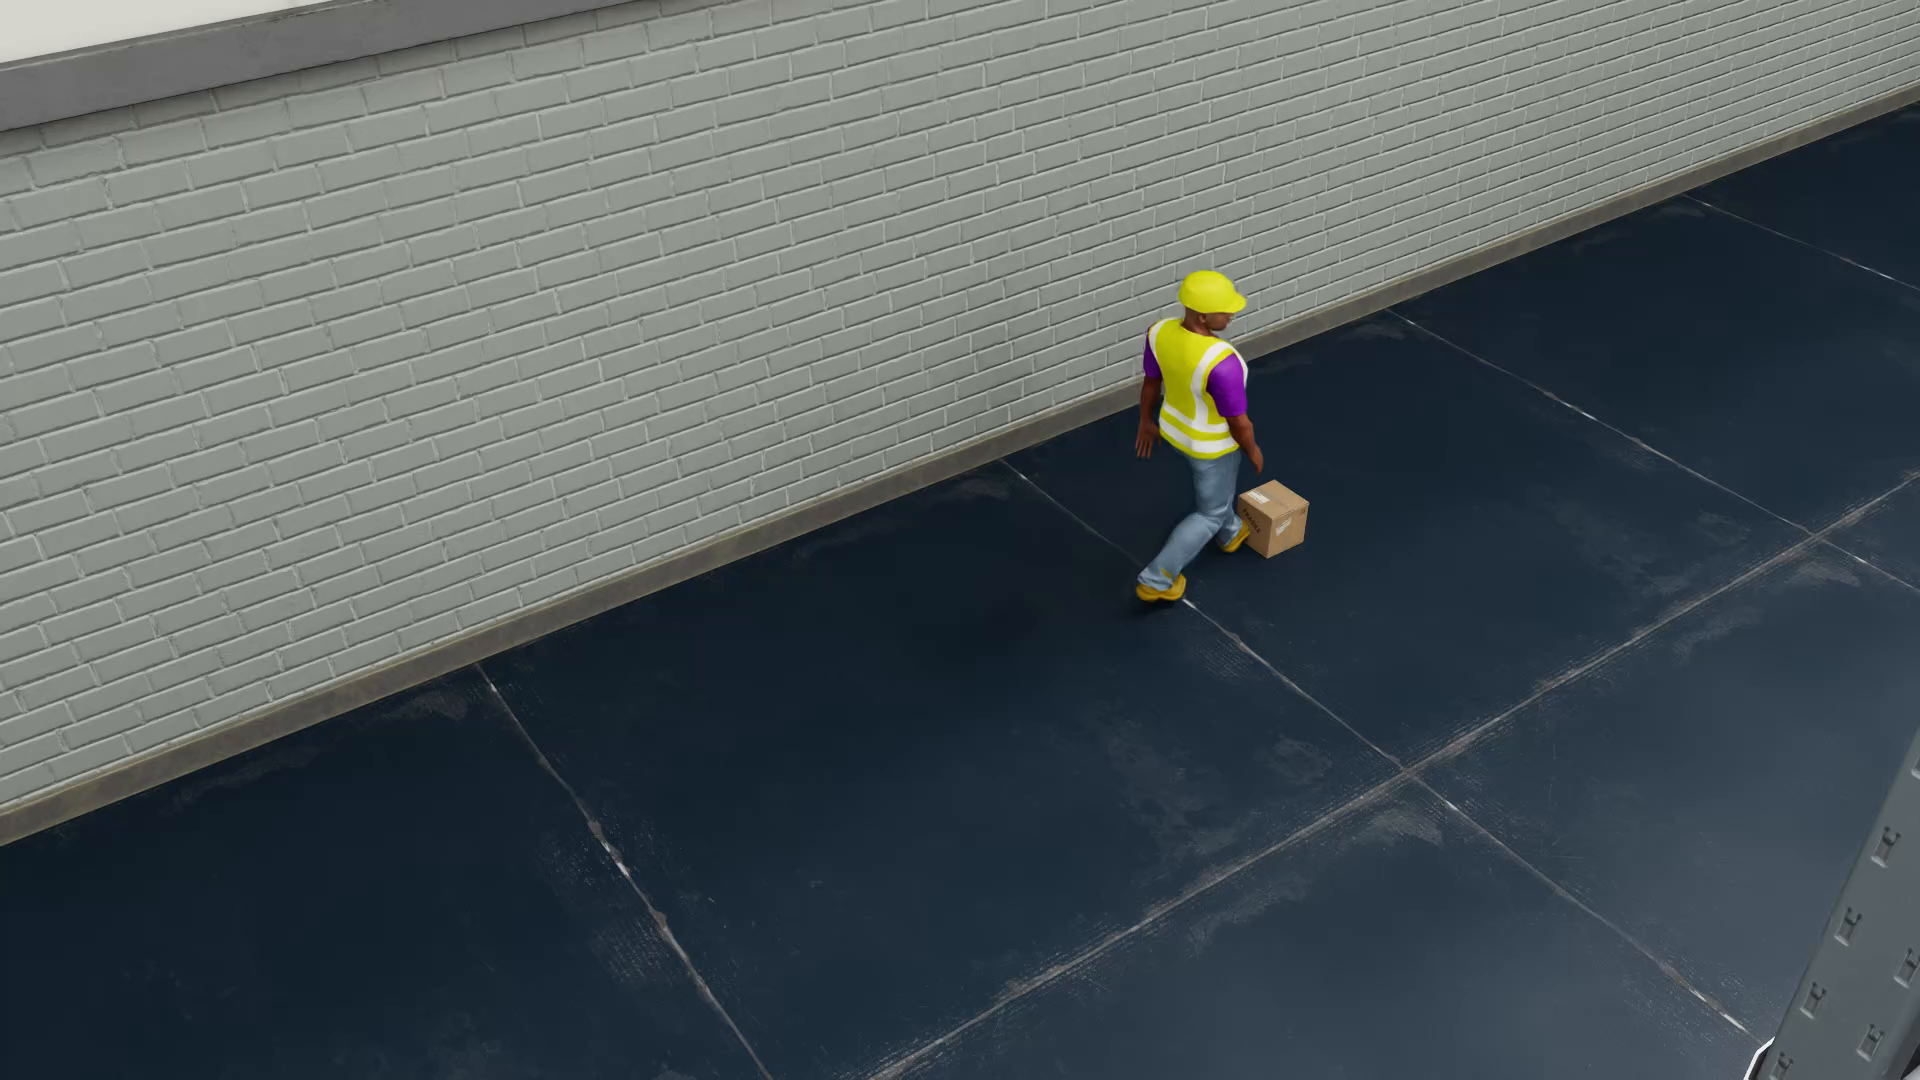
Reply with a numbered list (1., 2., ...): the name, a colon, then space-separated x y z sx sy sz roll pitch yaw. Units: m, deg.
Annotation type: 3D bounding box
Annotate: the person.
1. person: 1.203 -0.521 7.732 0.969 1.716 0.596 -21 41 -26
